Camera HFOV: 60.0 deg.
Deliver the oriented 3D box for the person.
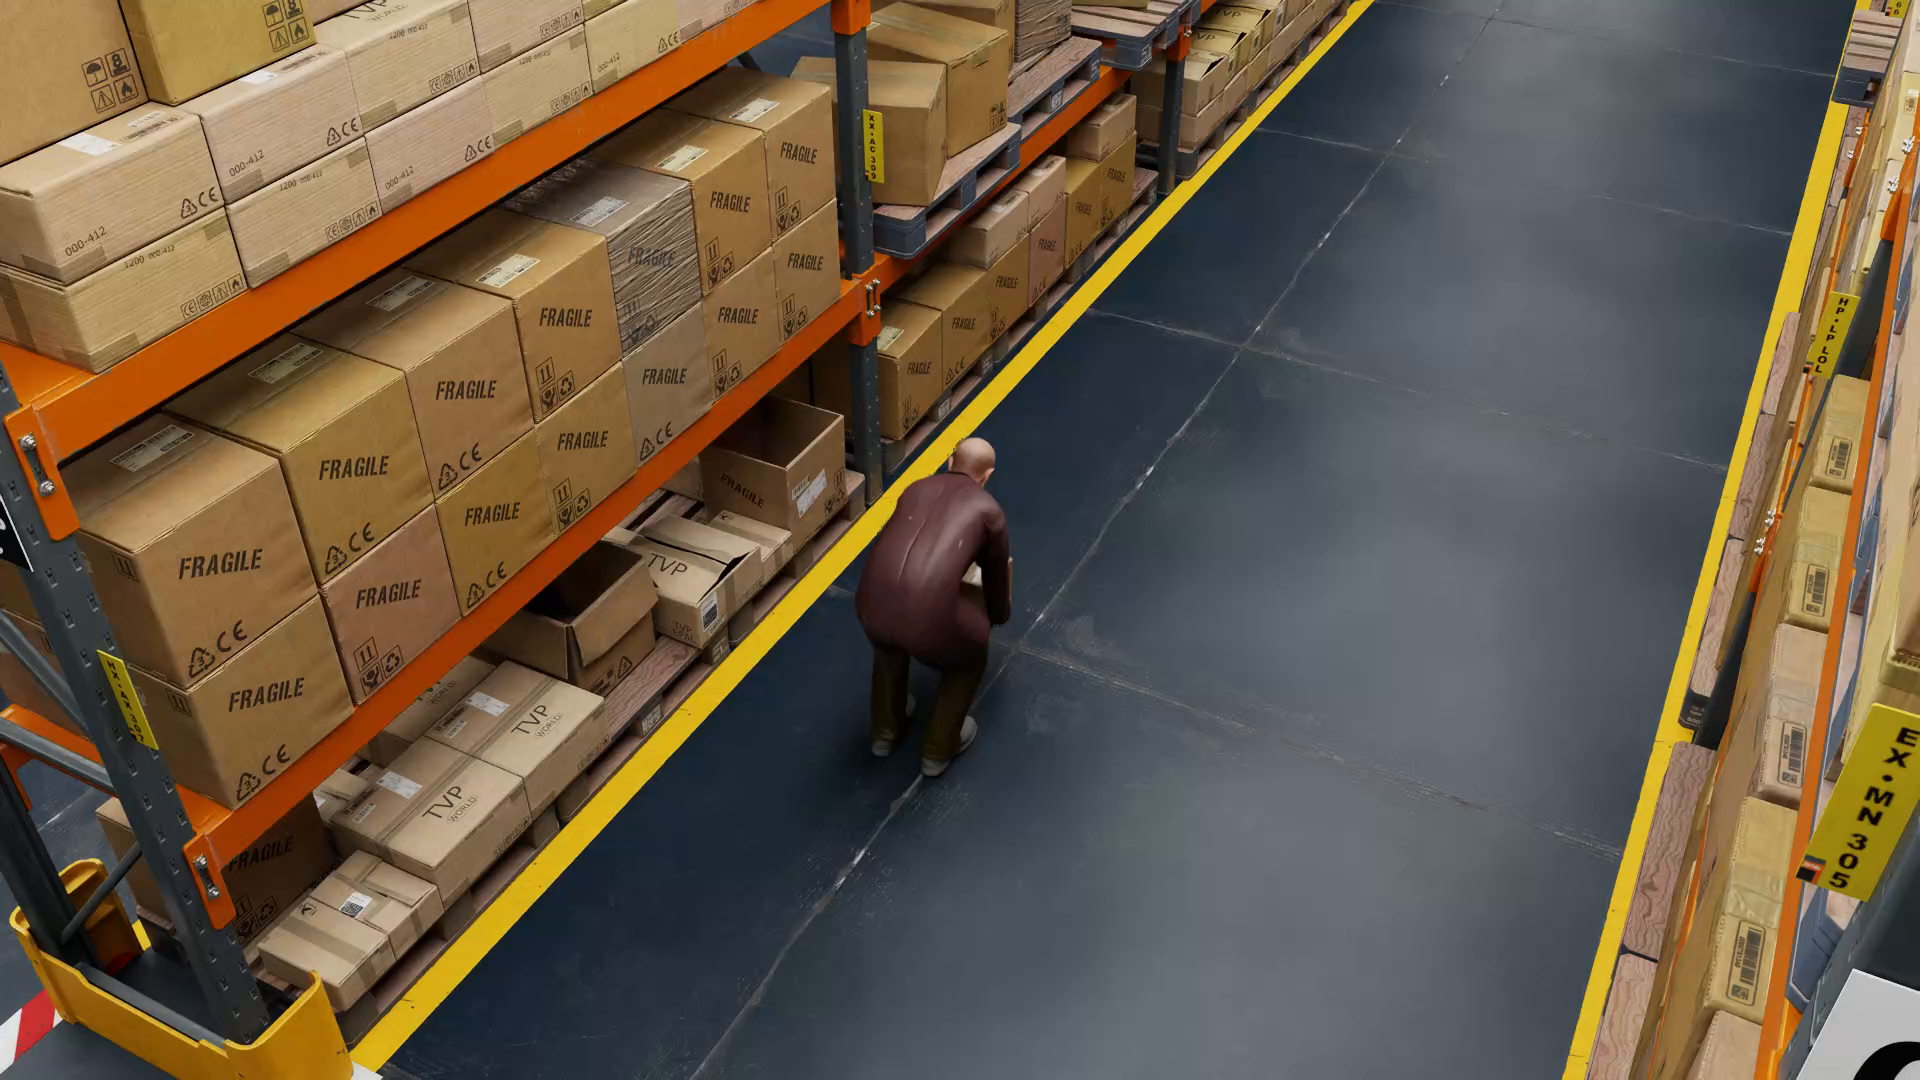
[{"bbox_3d":[-0.079,0.292,6.878,0.579,1.173,0.928,16,40,20],"label":"person"}]
